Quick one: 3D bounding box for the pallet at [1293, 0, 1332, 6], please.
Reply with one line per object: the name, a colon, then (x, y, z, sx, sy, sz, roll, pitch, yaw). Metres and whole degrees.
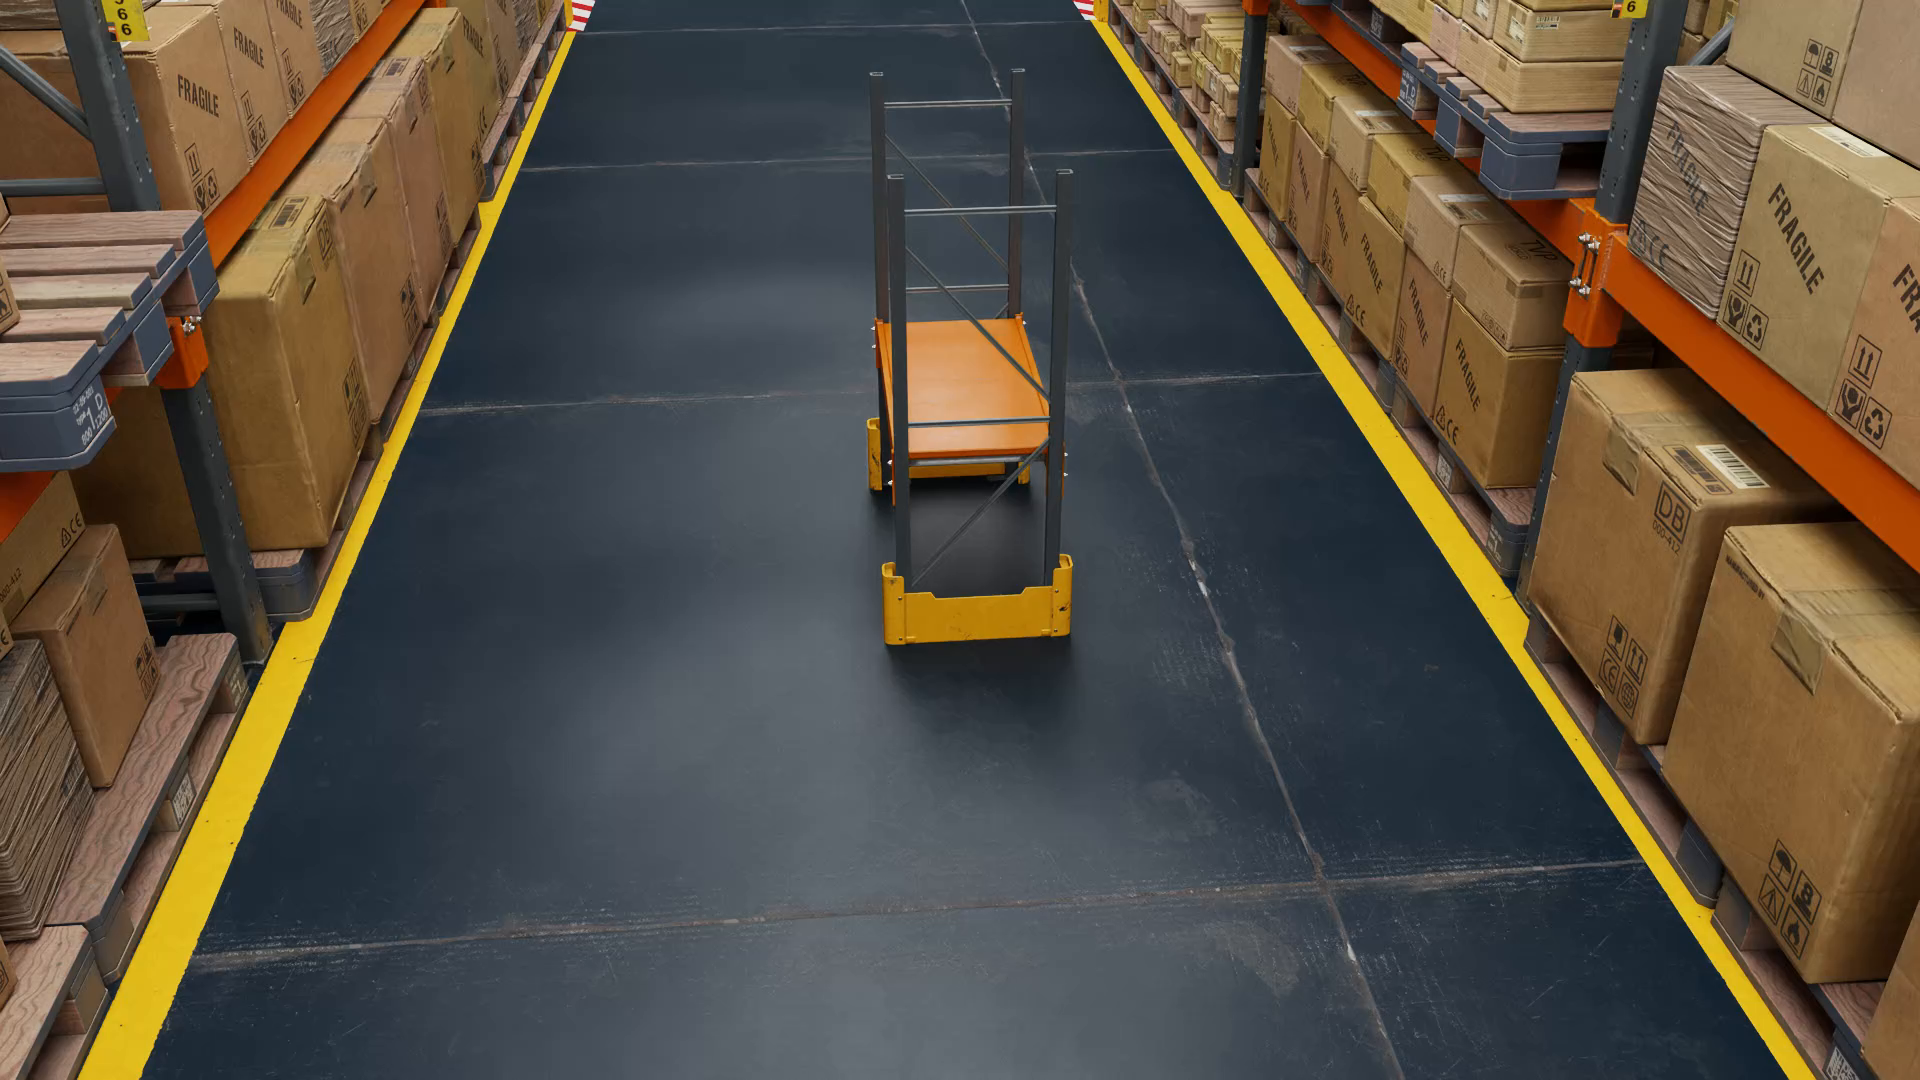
pallet: (1.865, -2.654, 7.455, 1.003, 0.211, 1.213, -3, 31, -5)

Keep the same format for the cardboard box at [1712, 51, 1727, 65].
cardboard box: (2.471, -1.402, 5.007, 0.380, 0.149, 0.250, -3, 31, -5)

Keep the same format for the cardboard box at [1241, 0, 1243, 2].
cardboard box: (1.537, -3.309, 10.155, 0.380, 0.149, 0.250, -3, 31, -4)

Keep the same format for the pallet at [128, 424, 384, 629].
pallet: (-2.634, -0.114, 5.735, 1.003, 0.211, 1.213, -3, 31, -5)

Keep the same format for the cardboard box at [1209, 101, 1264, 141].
cardboard box: (1.563, -2.274, 9.002, 0.380, 0.149, 0.250, -2, 31, -4)

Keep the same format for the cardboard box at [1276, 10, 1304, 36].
cardboard box: (2.026, -2.933, 9.526, 0.380, 0.149, 0.250, -4, 31, -6)

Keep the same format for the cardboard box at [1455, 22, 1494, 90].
cardboard box: (1.787, -1.520, 5.206, 0.380, 0.149, 0.250, -3, 31, -5)

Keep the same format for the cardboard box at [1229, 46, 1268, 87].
cardboard box: (1.646, -2.514, 8.825, 0.380, 0.149, 0.250, -2, 31, -3)

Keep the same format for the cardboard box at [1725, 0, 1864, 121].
cardboard box: (2.344, -1.334, 3.985, 0.700, 0.500, 0.500, -3, 31, -5)

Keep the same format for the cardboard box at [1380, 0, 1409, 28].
cardboard box: (1.716, -1.916, 5.869, 0.380, 0.149, 0.250, -4, 31, -7)

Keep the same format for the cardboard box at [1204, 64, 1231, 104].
cardboard box: (1.555, -2.501, 9.092, 0.380, 0.149, 0.250, -4, 31, -7)

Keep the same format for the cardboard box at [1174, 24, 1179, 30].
cardboard box: (1.540, -3.313, 10.452, 0.380, 0.149, 0.250, -1, 31, -2)

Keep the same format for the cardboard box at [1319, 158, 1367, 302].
cardboard box: (1.857, -1.314, 7.052, 0.500, 0.500, 0.500, -2, 31, -4)

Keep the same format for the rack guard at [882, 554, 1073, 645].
rack guard: (0.054, 0.186, 5.195, 0.587, 0.250, 0.087, -3, 31, -5)

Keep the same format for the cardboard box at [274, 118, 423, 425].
cardboard box: (-2.755, -0.982, 6.132, 1.225, 0.875, 0.875, -3, 31, -4)

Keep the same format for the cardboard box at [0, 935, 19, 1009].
cardboard box: (-2.429, 0.892, 3.340, 0.700, 0.500, 0.500, 0, 31, 0)

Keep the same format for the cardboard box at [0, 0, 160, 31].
cardboard box: (-2.688, -1.753, 4.684, 0.797, 0.503, 0.637, -2, 31, -3)

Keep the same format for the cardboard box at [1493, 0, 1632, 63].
cardboard box: (1.813, -1.522, 4.918, 0.380, 0.149, 0.250, -2, 31, -4)

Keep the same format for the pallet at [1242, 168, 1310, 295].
pallet: (2.013, -1.539, 8.121, 1.003, 0.211, 1.213, -3, 31, -5)

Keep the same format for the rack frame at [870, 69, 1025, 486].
rack frame: (-0.040, -0.860, 5.727, 0.500, 1.500, 0.032, -3, 31, -5)

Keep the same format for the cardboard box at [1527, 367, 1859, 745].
cardboard box: (2.280, 0.010, 4.593, 1.050, 0.750, 0.750, -3, 31, -5)

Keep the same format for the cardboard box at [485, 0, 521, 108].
cardboard box: (-3.075, -3.016, 9.536, 0.875, 0.875, 0.875, -3, 31, -5)

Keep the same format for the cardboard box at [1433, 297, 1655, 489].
cardboard box: (1.990, -0.522, 5.727, 0.500, 0.500, 0.500, -3, 31, -5)

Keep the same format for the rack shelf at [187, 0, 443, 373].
rack shelf: (-2.822, -1.617, 6.234, 1.077, 0.370, 4.000, -3, 31, -5)

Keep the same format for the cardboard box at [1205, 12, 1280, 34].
cardboard box: (1.606, -2.906, 9.480, 0.380, 0.149, 0.250, -2, 31, -3)

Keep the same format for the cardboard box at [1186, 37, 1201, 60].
cardboard box: (1.543, -2.899, 9.758, 0.380, 0.149, 0.250, -2, 31, -3)

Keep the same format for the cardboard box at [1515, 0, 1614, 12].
cardboard box: (1.810, -1.647, 4.838, 0.380, 0.149, 0.250, -4, 31, -7)

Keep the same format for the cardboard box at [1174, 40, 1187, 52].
cardboard box: (1.508, -2.939, 10.115, 0.380, 0.149, 0.250, -2, 31, -4)

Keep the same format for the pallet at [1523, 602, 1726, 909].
pallet: (2.311, 0.512, 4.687, 1.003, 0.211, 1.213, -3, 31, -5)

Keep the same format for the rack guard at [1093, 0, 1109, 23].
rack guard: (1.572, -4.064, 12.066, 1.175, 0.500, 0.348, -3, 31, -5)

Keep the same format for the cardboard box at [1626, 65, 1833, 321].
cardboard box: (2.085, -0.892, 4.221, 0.500, 0.500, 0.500, -2, 31, -4)

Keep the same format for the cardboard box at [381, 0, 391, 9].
cardboard box: (-2.654, -2.512, 6.932, 0.500, 0.500, 0.500, -2, 31, -3)

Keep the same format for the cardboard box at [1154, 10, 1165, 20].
cardboard box: (1.464, -3.332, 10.773, 0.380, 0.149, 0.250, -3, 31, -4)

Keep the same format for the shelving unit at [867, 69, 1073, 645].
shelving unit: (0.007, -0.605, 5.300, 0.587, 1.500, 1.083, -3, 31, -5)

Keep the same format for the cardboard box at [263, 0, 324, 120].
cardboard box: (-2.512, -1.734, 5.630, 0.500, 0.500, 0.500, -3, 31, -5)

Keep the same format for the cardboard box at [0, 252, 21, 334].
cardboard box: (-2.393, -0.574, 3.279, 0.700, 0.500, 0.500, 2, 31, 3)

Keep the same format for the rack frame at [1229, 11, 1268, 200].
rack frame: (1.938, -3.133, 8.071, 1.000, 3.000, 0.127, -3, 31, -5)

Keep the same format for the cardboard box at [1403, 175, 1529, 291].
cardboard box: (1.929, -1.114, 5.987, 0.500, 0.250, 0.500, -2, 31, -4)

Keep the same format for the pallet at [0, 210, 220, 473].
pallet: (-2.463, -0.464, 3.789, 1.213, 0.211, 1.003, -3, 31, -5)

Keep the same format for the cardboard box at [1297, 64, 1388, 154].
cardboard box: (1.797, -1.901, 7.304, 0.500, 0.250, 0.500, -2, 31, -3)

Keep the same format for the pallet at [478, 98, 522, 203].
pallet: (-3.002, -2.142, 9.131, 1.003, 0.211, 1.213, -3, 31, -5)

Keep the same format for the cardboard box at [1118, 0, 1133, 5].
cardboard box: (1.295, -3.849, 11.640, 0.380, 0.149, 0.250, -2, 31, -4)

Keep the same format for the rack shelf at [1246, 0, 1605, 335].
rack shelf: (2.125, -1.803, 6.546, 1.077, 0.370, 4.000, -3, 31, -5)

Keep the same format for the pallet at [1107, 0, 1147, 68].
pallet: (1.613, -3.523, 11.443, 1.003, 0.211, 1.213, -3, 31, -5)
